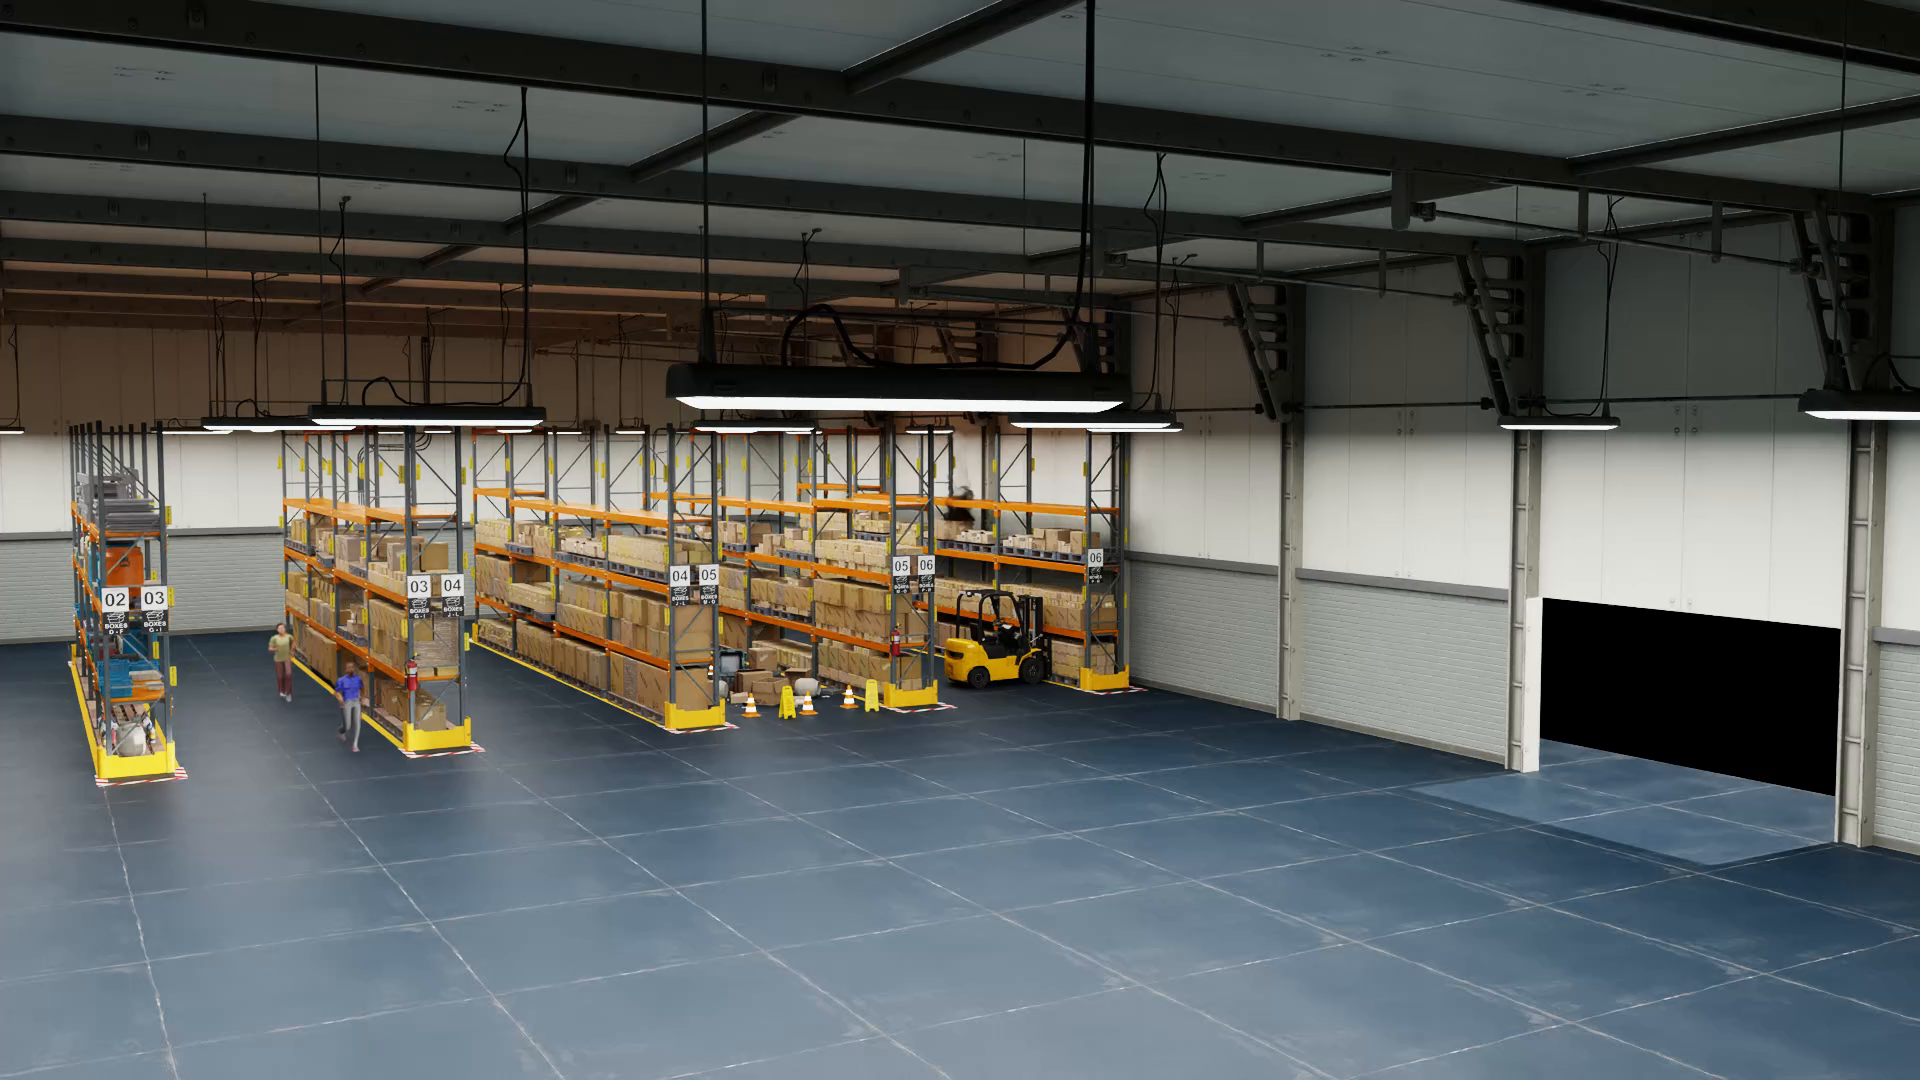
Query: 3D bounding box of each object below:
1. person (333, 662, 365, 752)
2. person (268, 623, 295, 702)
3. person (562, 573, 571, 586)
[{"bbox_3d":[-11.144,3.039,30.422,0.571,1.603,0.699,-2,4,-35],"label":"person"},{"bbox_3d":[-14.750,2.657,36.198,0.559,1.725,0.738,-2,4,-26],"label":"person"},{"bbox_3d":[-11.927,1.816,50.313,0.602,1.604,0.540,2,4,35],"label":"person"}]
